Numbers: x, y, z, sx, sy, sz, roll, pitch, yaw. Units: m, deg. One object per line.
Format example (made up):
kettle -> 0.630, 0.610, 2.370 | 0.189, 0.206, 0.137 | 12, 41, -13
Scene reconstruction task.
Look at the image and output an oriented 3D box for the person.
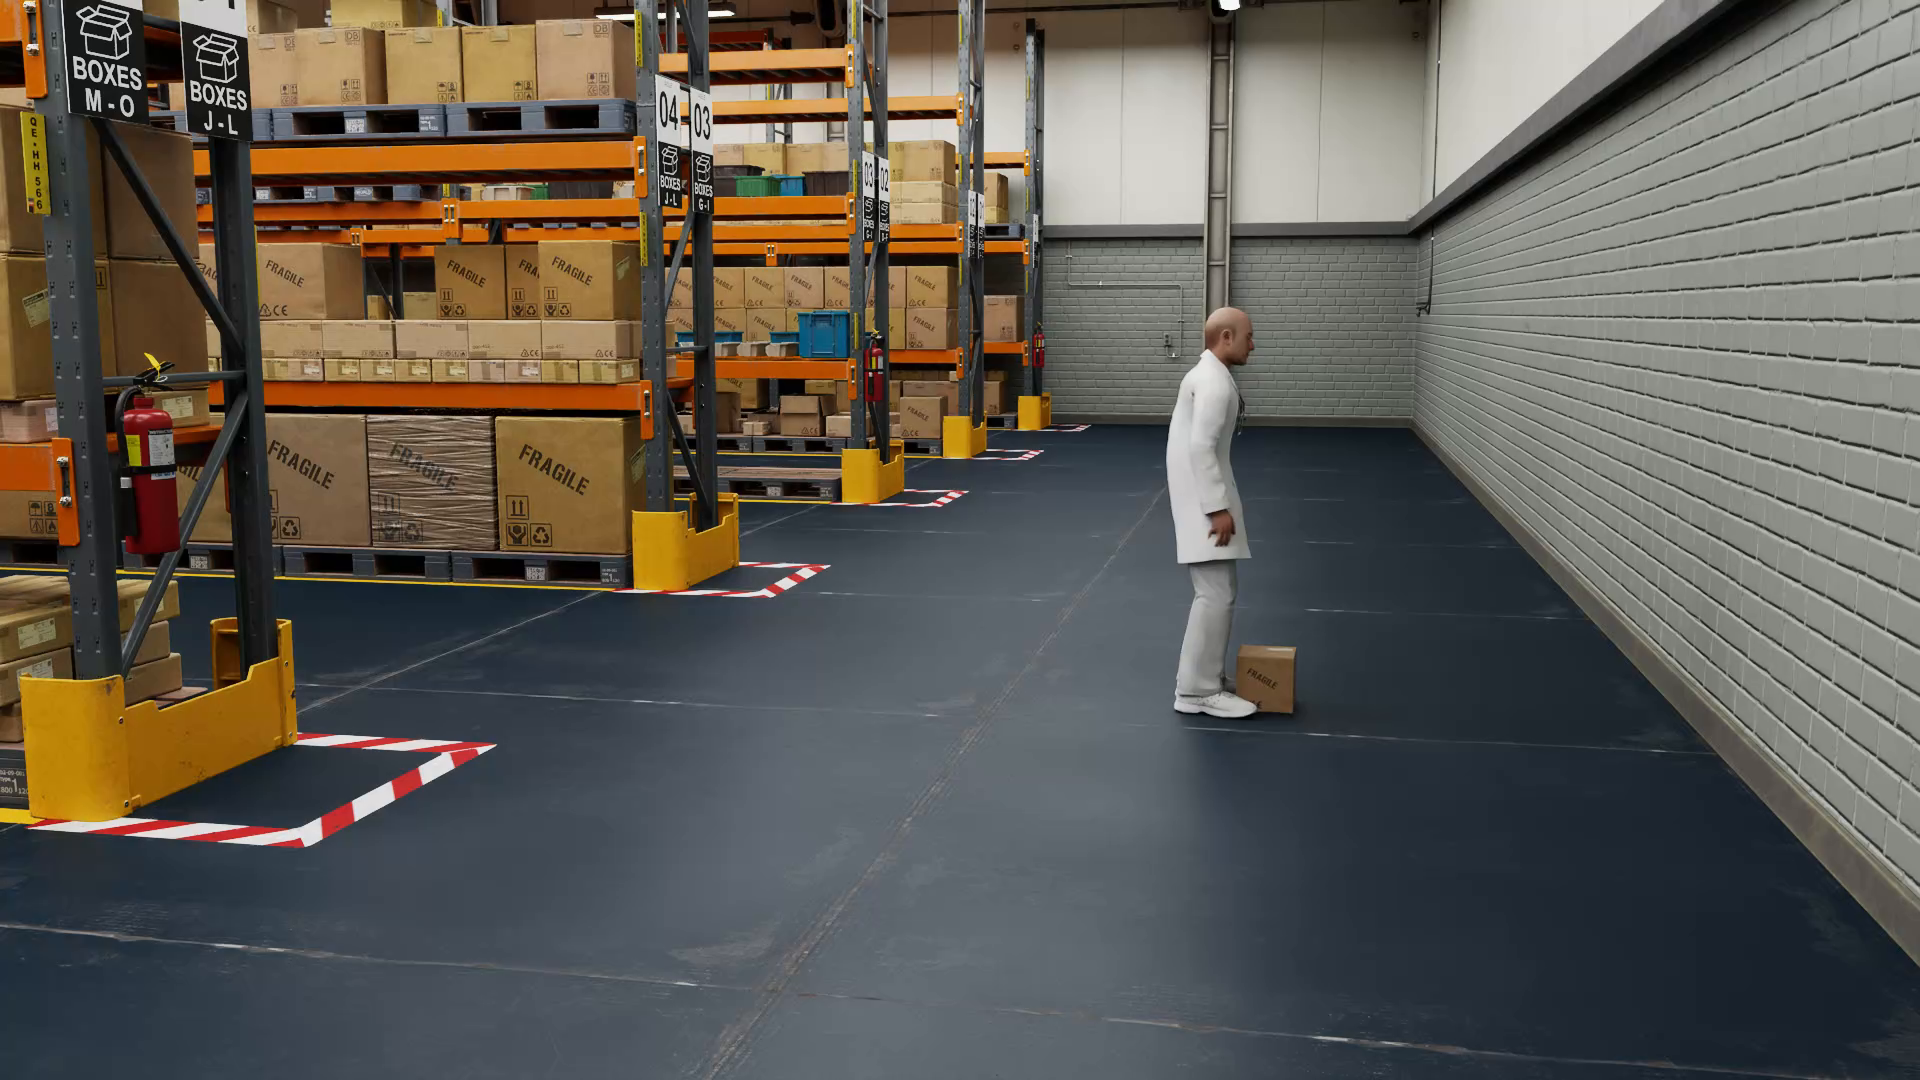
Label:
person -> 1.128, -0.140, 7.392 | 0.429, 1.772, 0.645 | 1, 8, 8
